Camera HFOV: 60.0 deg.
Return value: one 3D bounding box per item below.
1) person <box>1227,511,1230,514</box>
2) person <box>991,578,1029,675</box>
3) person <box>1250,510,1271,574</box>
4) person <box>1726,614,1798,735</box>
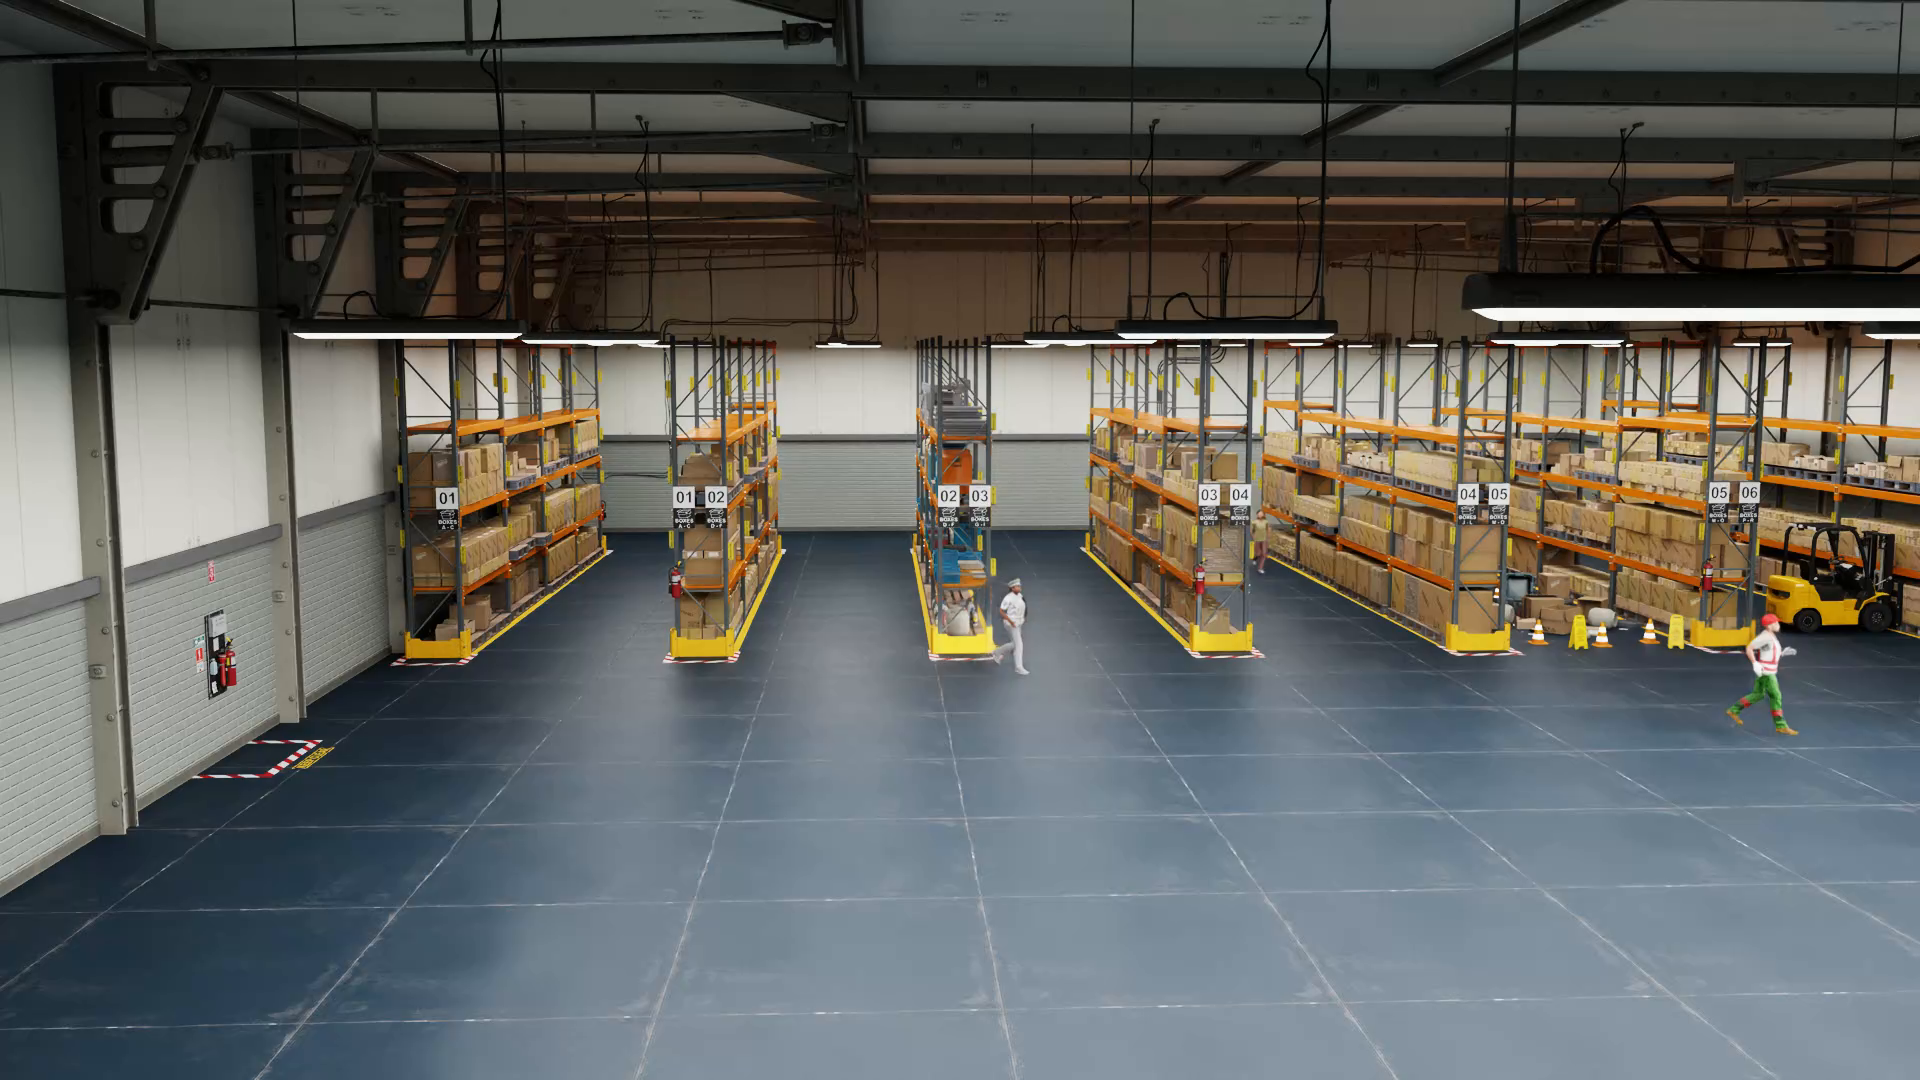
[{"bbox_3d":[7.960,-0.559,48.768,0.630,1.565,0.706,-5,8,-38],"label":"person"},{"bbox_3d":[0.917,1.511,29.698,0.798,1.699,0.594,5,8,35],"label":"person"},{"bbox_3d":[7.798,0.025,43.139,0.594,1.632,0.791,-1,7,-5],"label":"person"},{"bbox_3d":[12.022,1.980,24.853,1.005,1.777,0.662,4,7,30],"label":"person"}]
